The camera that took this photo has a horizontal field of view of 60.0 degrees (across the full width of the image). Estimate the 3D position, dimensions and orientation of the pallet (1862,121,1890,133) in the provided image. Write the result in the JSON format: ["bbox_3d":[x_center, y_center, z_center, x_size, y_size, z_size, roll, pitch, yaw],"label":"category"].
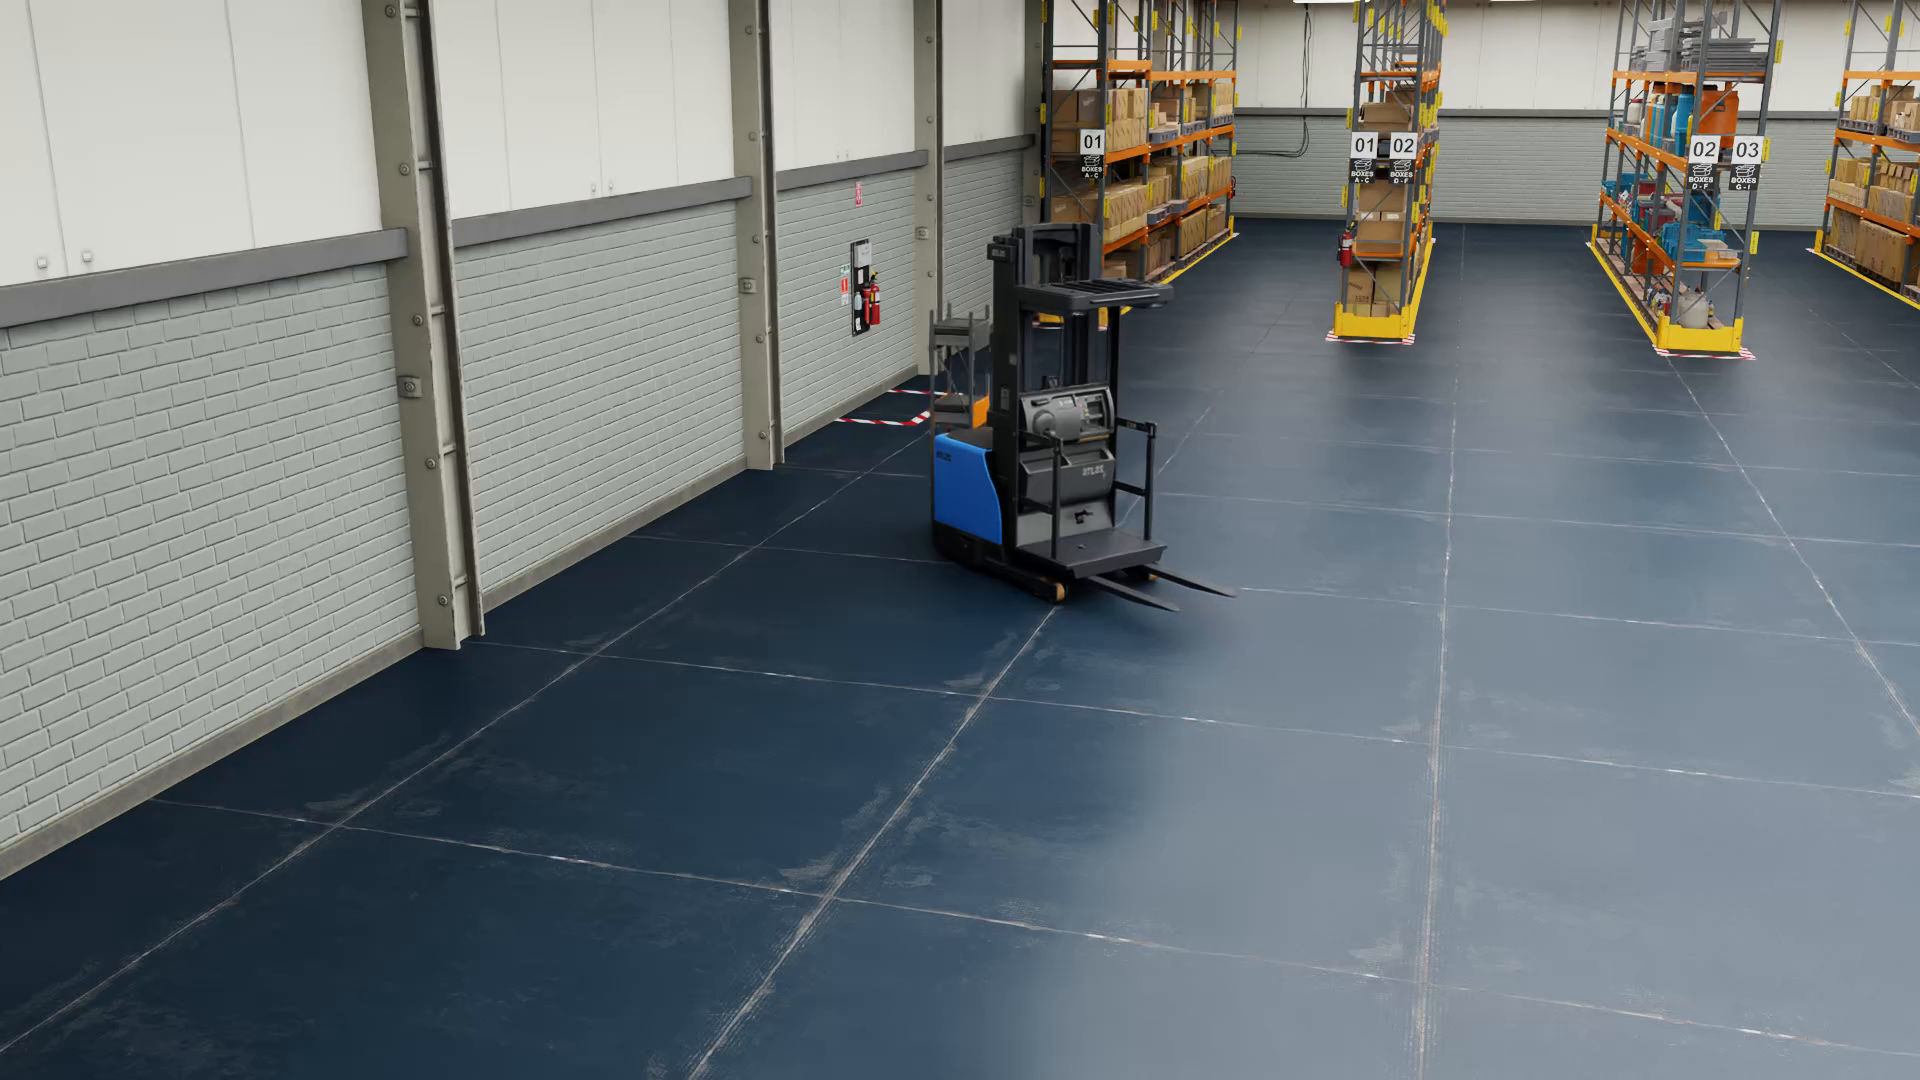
[{"bbox_3d":[19.810,-8.748,35.261,1.003,0.211,1.213,5,16,16],"label":"pallet"}]

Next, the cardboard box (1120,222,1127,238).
[{"bbox_3d":[2.638,-5.458,29.233,0.500,0.250,0.500,4,16,15],"label":"cardboard box"}]

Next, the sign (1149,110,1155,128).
[{"bbox_3d":[3.569,-7.846,30.969,0.100,0.325,0.005,5,16,16],"label":"sign"}]

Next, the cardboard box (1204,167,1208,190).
[{"bbox_3d":[5.431,-8.347,38.417,0.500,0.500,0.500,4,16,15],"label":"cardboard box"}]

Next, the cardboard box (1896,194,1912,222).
[{"bbox_3d":[18.481,-6.414,32.184,0.500,0.500,0.500,4,16,15],"label":"cardboard box"}]

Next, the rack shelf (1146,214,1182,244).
[{"bbox_3d":[3.615,-6.371,33.533,1.077,0.370,4.000,5,16,16],"label":"rack shelf"}]

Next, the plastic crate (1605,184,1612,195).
[{"bbox_3d":[15.196,-8.130,38.612,0.416,0.233,0.300,5,16,16],"label":"plastic crate"}]

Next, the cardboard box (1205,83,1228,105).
[{"bbox_3d":[6.218,-10.835,40.405,0.500,0.500,0.500,4,16,13],"label":"cardboard box"}]

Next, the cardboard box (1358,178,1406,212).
[{"bbox_3d":[6.821,-5.571,26.835,0.700,0.500,0.500,5,16,16],"label":"cardboard box"}]

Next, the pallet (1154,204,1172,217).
[{"bbox_3d":[3.660,-6.627,33.469,1.003,0.211,1.213,5,16,16],"label":"pallet"}]

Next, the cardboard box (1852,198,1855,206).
[{"bbox_3d":[19.559,-7.321,36.023,0.380,0.149,0.250,5,17,17],"label":"cardboard box"}]

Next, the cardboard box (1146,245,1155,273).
[{"bbox_3d":[3.523,-5.666,33.504,0.700,0.500,0.500,5,17,17],"label":"cardboard box"}]

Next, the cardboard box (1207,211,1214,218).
[{"bbox_3d":[5.903,-7.862,40.092,0.380,0.149,0.250,5,17,18],"label":"cardboard box"}]

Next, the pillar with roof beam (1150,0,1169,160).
[{"bbox_3d":[8.817,-11.089,37.856,9.100,9.000,0.400,5,16,16],"label":"pillar with roof beam"}]

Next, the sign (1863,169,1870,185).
[{"bbox_3d":[19.035,-7.632,34.928,0.100,0.325,0.005,5,16,16],"label":"sign"}]

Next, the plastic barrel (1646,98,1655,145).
[{"bbox_3d":[13.055,-7.753,30.802,0.600,0.830,0.708,5,16,16],"label":"plastic barrel"}]

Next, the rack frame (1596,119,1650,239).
[{"bbox_3d":[15.956,-8.565,39.950,1.000,3.000,0.127,5,16,16],"label":"rack frame"}]

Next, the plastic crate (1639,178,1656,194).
[{"bbox_3d":[15.313,-7.792,36.999,0.402,0.464,0.583,5,16,16],"label":"plastic crate"}]

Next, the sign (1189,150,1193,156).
[{"bbox_3d":[5.927,-9.832,42.687,0.100,0.325,0.005,5,16,16],"label":"sign"}]

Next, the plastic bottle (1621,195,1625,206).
[{"bbox_3d":[14.053,-7.167,35.236,0.061,0.283,0.133,5,16,16],"label":"plastic bottle"}]

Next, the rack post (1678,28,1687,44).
[{"bbox_3d":[13.810,-9.818,32.427,0.624,0.289,0.986,5,16,16],"label":"rack post"}]

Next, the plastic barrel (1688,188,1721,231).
[{"bbox_3d":[12.946,-5.744,29.087,0.600,0.901,0.708,5,16,16],"label":"plastic barrel"}]

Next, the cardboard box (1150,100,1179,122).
[{"bbox_3d":[4.264,-9.072,35.251,0.700,0.500,0.500,3,16,12],"label":"cardboard box"}]

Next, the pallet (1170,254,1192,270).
[{"bbox_3d":[4.480,-6.099,36.367,1.003,0.211,1.213,5,16,16],"label":"pallet"}]

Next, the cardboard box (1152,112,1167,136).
[{"bbox_3d":[3.726,-8.411,33.683,0.797,0.503,0.637,7,17,24],"label":"cardboard box"}]

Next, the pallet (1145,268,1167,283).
[{"bbox_3d":[3.612,-5.376,33.818,1.003,0.211,1.213,5,16,16],"label":"pallet"}]

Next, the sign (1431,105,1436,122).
[{"bbox_3d":[9.464,-8.542,33.279,0.100,0.325,0.005,5,16,16],"label":"sign"}]

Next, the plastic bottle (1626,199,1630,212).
[{"bbox_3d":[13.713,-6.854,34.131,0.061,0.283,0.133,5,16,16],"label":"plastic bottle"}]

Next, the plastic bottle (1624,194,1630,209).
[{"bbox_3d":[13.889,-7.008,34.551,0.144,0.351,0.185,5,16,16],"label":"plastic bottle"}]

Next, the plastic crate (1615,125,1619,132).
[{"bbox_3d":[14.815,-9.197,37.164,0.293,0.136,0.466,5,16,16],"label":"plastic crate"}]

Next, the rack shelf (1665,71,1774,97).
[{"bbox_3d":[11.977,-7.250,26.371,1.077,0.370,4.000,5,16,16],"label":"rack shelf"}]

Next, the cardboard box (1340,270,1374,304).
[{"bbox_3d":[6.528,-4.168,27.341,0.500,0.500,0.500,5,16,16],"label":"cardboard box"}]

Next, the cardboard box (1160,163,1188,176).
[{"bbox_3d":[4.568,-7.908,35.495,0.500,0.250,0.500,5,17,17],"label":"cardboard box"}]

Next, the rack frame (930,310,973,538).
[{"bbox_3d":[-0.076,-1.013,14.972,0.400,2.100,0.015,5,17,17],"label":"rack frame"}]

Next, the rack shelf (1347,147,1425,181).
[{"bbox_3d":[7.229,-6.384,28.083,1.077,0.370,4.000,5,16,16],"label":"rack shelf"}]

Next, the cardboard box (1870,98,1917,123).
[{"bbox_3d":[19.732,-9.085,35.151,0.700,0.500,0.500,4,16,13],"label":"cardboard box"}]

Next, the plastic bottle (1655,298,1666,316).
[{"bbox_3d":[11.608,-3.859,27.542,0.152,0.276,0.135,5,17,16],"label":"plastic bottle"}]

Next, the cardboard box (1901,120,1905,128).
[{"bbox_3d":[19.001,-8.281,33.142,0.380,0.149,0.250,4,16,14],"label":"cardboard box"}]

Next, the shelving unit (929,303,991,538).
[{"bbox_3d":[0.000,-1.076,15.195,0.431,2.100,0.503,5,17,17],"label":"shelving unit"}]

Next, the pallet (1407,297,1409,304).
[{"bbox_3d":[7.531,-4.264,29.898,1.003,0.211,1.213,5,16,16],"label":"pallet"}]

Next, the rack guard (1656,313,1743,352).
[{"bbox_3d":[11.385,-3.200,25.616,1.175,0.500,0.348,5,16,16],"label":"rack guard"}]

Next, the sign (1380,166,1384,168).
[{"bbox_3d":[9.548,-8.360,37.641,0.100,0.325,0.005,5,16,16],"label":"sign"}]

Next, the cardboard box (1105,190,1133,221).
[{"bbox_3d":[2.772,-5.946,29.581,0.500,0.500,0.500,5,17,18],"label":"cardboard box"}]

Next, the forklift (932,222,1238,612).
[{"bbox_3d":[1.017,-1.051,13.583,1.130,2.935,3.031,-11,19,-34],"label":"forklift"}]

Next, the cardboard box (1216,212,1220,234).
[{"bbox_3d":[6.070,-7.879,41.344,0.700,0.500,0.500,4,16,14],"label":"cardboard box"}]

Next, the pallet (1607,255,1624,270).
[{"bbox_3d":[14.560,-5.978,35.941,1.003,0.211,1.213,5,16,16],"label":"pallet"}]

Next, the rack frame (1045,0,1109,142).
[{"bbox_3d":[1.910,-8.033,27.082,1.000,3.000,0.127,5,16,16],"label":"rack frame"}]

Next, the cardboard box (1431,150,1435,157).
[{"bbox_3d":[10.913,-8.939,39.252,0.500,0.500,0.500,5,17,18],"label":"cardboard box"}]

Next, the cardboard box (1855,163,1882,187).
[{"bbox_3d":[19.588,-7.838,35.742,0.500,0.500,0.500,5,17,16],"label":"cardboard box"}]

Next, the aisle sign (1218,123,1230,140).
[{"bbox_3d":[6.765,-10.580,42.288,0.394,0.787,0.004,5,16,16],"label":"aisle sign"}]
